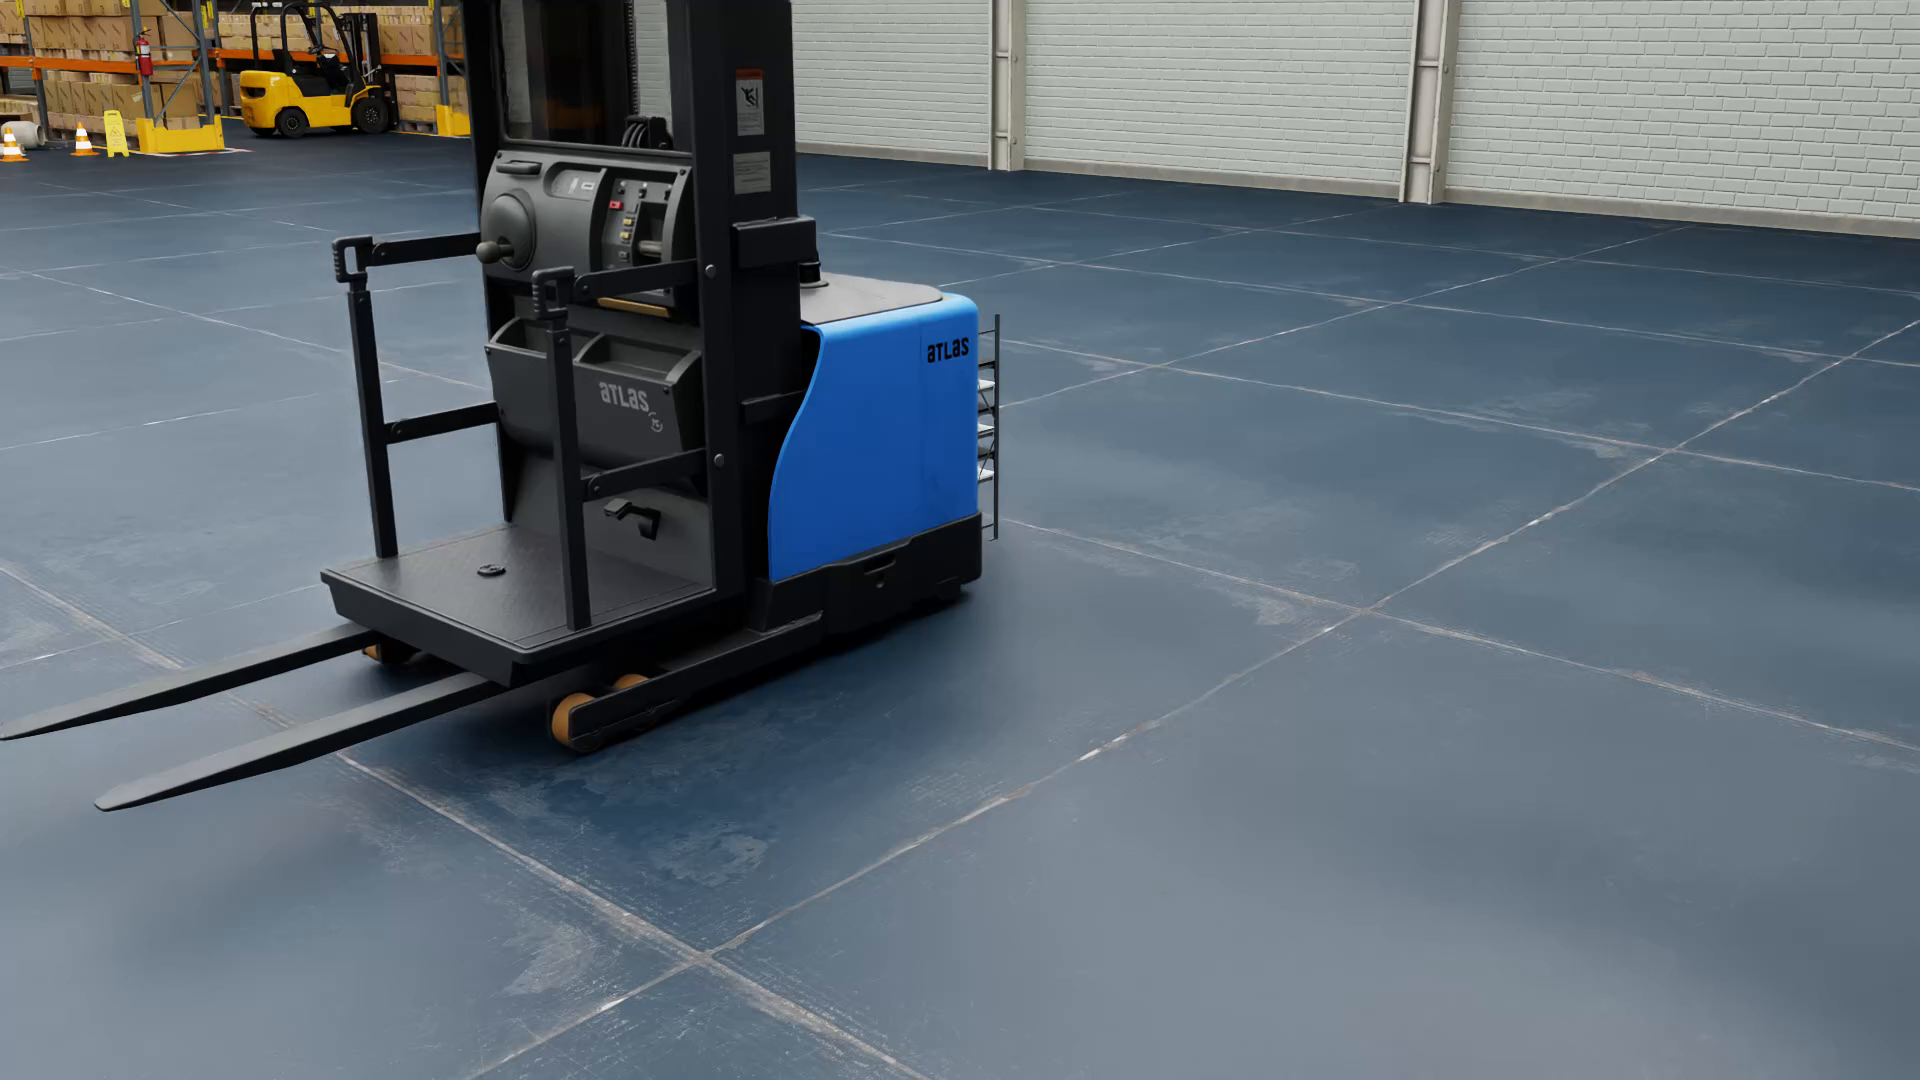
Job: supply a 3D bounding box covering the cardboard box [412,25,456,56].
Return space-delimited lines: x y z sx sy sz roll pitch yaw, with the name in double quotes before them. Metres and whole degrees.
"cardboard box" -8.976 -8.531 28.370 0.500 0.500 0.500 14 23 38

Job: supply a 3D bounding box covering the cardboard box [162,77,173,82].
"cardboard box" -16.421 -9.509 35.053 0.500 0.500 0.500 14 22 38

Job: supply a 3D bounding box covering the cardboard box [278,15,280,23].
"cardboard box" -12.620 -9.821 31.361 0.250 0.149 0.380 14 23 38

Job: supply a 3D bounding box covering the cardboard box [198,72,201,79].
"cardboard box" -15.347 -9.521 34.019 0.250 0.149 0.380 14 22 37

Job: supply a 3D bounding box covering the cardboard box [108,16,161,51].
"cardboard box" -12.314 -7.557 24.807 0.500 0.500 0.500 15 23 38

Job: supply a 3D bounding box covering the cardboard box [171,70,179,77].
"cardboard box" -16.299 -9.792 34.872 0.250 0.149 0.380 16 24 41

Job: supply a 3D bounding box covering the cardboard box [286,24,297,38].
"cardboard box" -12.352 -9.557 31.188 0.500 0.250 0.500 14 23 38

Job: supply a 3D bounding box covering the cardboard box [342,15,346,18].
"cardboard box" -10.818 -9.317 29.773 0.250 0.149 0.380 16 23 40

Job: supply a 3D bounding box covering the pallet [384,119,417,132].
"pallet" -9.942 -7.504 29.909 1.213 0.211 1.003 15 23 39

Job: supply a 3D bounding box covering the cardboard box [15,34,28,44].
"cardboard box" -15.285 -8.245 27.354 0.250 0.149 0.380 15 23 40

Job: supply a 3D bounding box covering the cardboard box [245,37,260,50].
"cardboard box" -13.485 -9.631 32.248 0.500 0.250 0.500 14 22 38

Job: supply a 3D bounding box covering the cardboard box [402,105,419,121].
"cardboard box" -9.360 -7.459 29.007 0.500 0.250 0.500 15 23 39

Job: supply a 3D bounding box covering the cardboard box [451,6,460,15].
"cardboard box" -8.543 -9.059 28.468 0.250 0.149 0.380 14 23 38

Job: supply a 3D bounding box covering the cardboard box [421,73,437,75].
"cardboard box" -9.411 -8.152 29.539 0.500 0.250 0.500 15 23 39

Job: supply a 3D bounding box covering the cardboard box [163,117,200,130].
"cardboard box" -12.145 -6.435 25.780 0.500 0.250 0.500 15 23 39

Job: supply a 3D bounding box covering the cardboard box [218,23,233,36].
"cardboard box" -14.264 -10.068 32.797 0.500 0.250 0.500 15 23 39

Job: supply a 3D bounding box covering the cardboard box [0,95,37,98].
"cardboard box" -16.736 -7.613 29.290 0.625 0.372 0.950 14 23 38

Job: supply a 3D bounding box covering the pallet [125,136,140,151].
"pallet" -12.367 -6.178 25.729 1.213 0.211 1.003 15 23 39

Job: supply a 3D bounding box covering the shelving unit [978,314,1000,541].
"shelving unit" -0.006 -0.431 6.481 0.210 0.900 0.258 15 23 39

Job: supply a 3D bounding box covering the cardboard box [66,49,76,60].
"cardboard box" -13.744 -7.609 26.045 0.250 0.149 0.380 15 23 40

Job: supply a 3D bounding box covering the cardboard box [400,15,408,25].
"cardboard box" -9.421 -8.970 28.681 0.250 0.149 0.380 15 23 39

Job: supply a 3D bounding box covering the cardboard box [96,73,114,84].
"cardboard box" -13.003 -7.088 25.528 0.250 0.149 0.380 16 23 40

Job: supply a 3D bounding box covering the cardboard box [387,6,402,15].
"cardboard box" -9.666 -9.150 28.756 0.250 0.149 0.380 16 23 41

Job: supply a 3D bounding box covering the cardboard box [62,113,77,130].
"cardboard box" -14.049 -6.729 26.708 0.500 0.250 0.500 17 24 42

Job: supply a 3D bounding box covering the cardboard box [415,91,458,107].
"cardboard box" -9.005 -7.599 28.623 0.500 0.250 0.500 15 23 39

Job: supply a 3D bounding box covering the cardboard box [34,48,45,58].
"cardboard box" -14.695 -7.868 26.861 0.250 0.149 0.380 15 23 39

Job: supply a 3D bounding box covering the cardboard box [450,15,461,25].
"cardboard box" -8.515 -8.928 28.547 0.250 0.149 0.380 14 23 38

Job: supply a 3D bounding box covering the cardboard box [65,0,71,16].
"cardboard box" -13.357 -8.354 25.666 0.500 0.500 0.700 15 23 39

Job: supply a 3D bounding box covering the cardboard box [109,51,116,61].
"cardboard box" -12.588 -7.310 25.101 0.250 0.149 0.380 15 23 38

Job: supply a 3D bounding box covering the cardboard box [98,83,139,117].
"cardboard box" -12.890 -6.774 25.608 0.500 0.500 0.500 16 24 41

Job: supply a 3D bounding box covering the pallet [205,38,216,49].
"pallet" -14.971 -10.079 33.730 1.003 0.211 1.213 15 23 39

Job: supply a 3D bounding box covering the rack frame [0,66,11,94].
"rack frame" -17.709 -8.927 29.781 0.127 3.000 1.000 15 23 39

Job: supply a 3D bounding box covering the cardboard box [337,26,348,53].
"cardboard box" -10.866 -9.046 29.992 0.500 0.500 0.500 16 23 40

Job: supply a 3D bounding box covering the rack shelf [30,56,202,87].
"rack shelf" -13.221 -7.379 26.094 4.000 0.370 1.077 15 23 39

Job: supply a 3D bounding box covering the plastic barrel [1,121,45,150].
"plastic barrel" -14.275 -6.165 25.337 0.512 0.421 0.421 -3 18 -8

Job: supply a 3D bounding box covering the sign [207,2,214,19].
"sign" -14.770 -10.440 32.766 0.005 0.325 0.100 15 23 39

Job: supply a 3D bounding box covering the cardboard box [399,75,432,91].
"cardboard box" -9.371 -7.934 28.850 0.500 0.250 0.500 16 23 40

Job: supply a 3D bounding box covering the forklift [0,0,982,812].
"forklift" -1.265 -0.966 4.810 1.130 2.935 3.031 15 23 39

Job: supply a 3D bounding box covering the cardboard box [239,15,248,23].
"cardboard box" -13.761 -10.128 32.329 0.250 0.149 0.380 15 23 40

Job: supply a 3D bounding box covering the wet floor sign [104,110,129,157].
"wet floor sign" -12.294 -5.918 24.193 0.267 0.644 0.232 -9 20 -27

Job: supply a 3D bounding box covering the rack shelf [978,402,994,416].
"rack shelf" -0.006 -0.485 6.464 0.200 0.077 0.258 15 23 39

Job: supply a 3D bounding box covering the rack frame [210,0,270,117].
"rack frame" -14.417 -10.051 33.322 0.127 3.000 1.000 15 23 39

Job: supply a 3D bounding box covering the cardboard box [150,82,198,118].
"cardboard box" -12.164 -6.797 25.681 0.500 0.500 0.500 14 22 37

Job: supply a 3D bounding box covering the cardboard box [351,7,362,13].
"cardboard box" -10.595 -9.413 29.583 0.250 0.149 0.380 15 23 38

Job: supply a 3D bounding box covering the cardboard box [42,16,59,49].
"cardboard box" -14.182 -8.066 26.413 0.500 0.500 0.500 15 23 39
